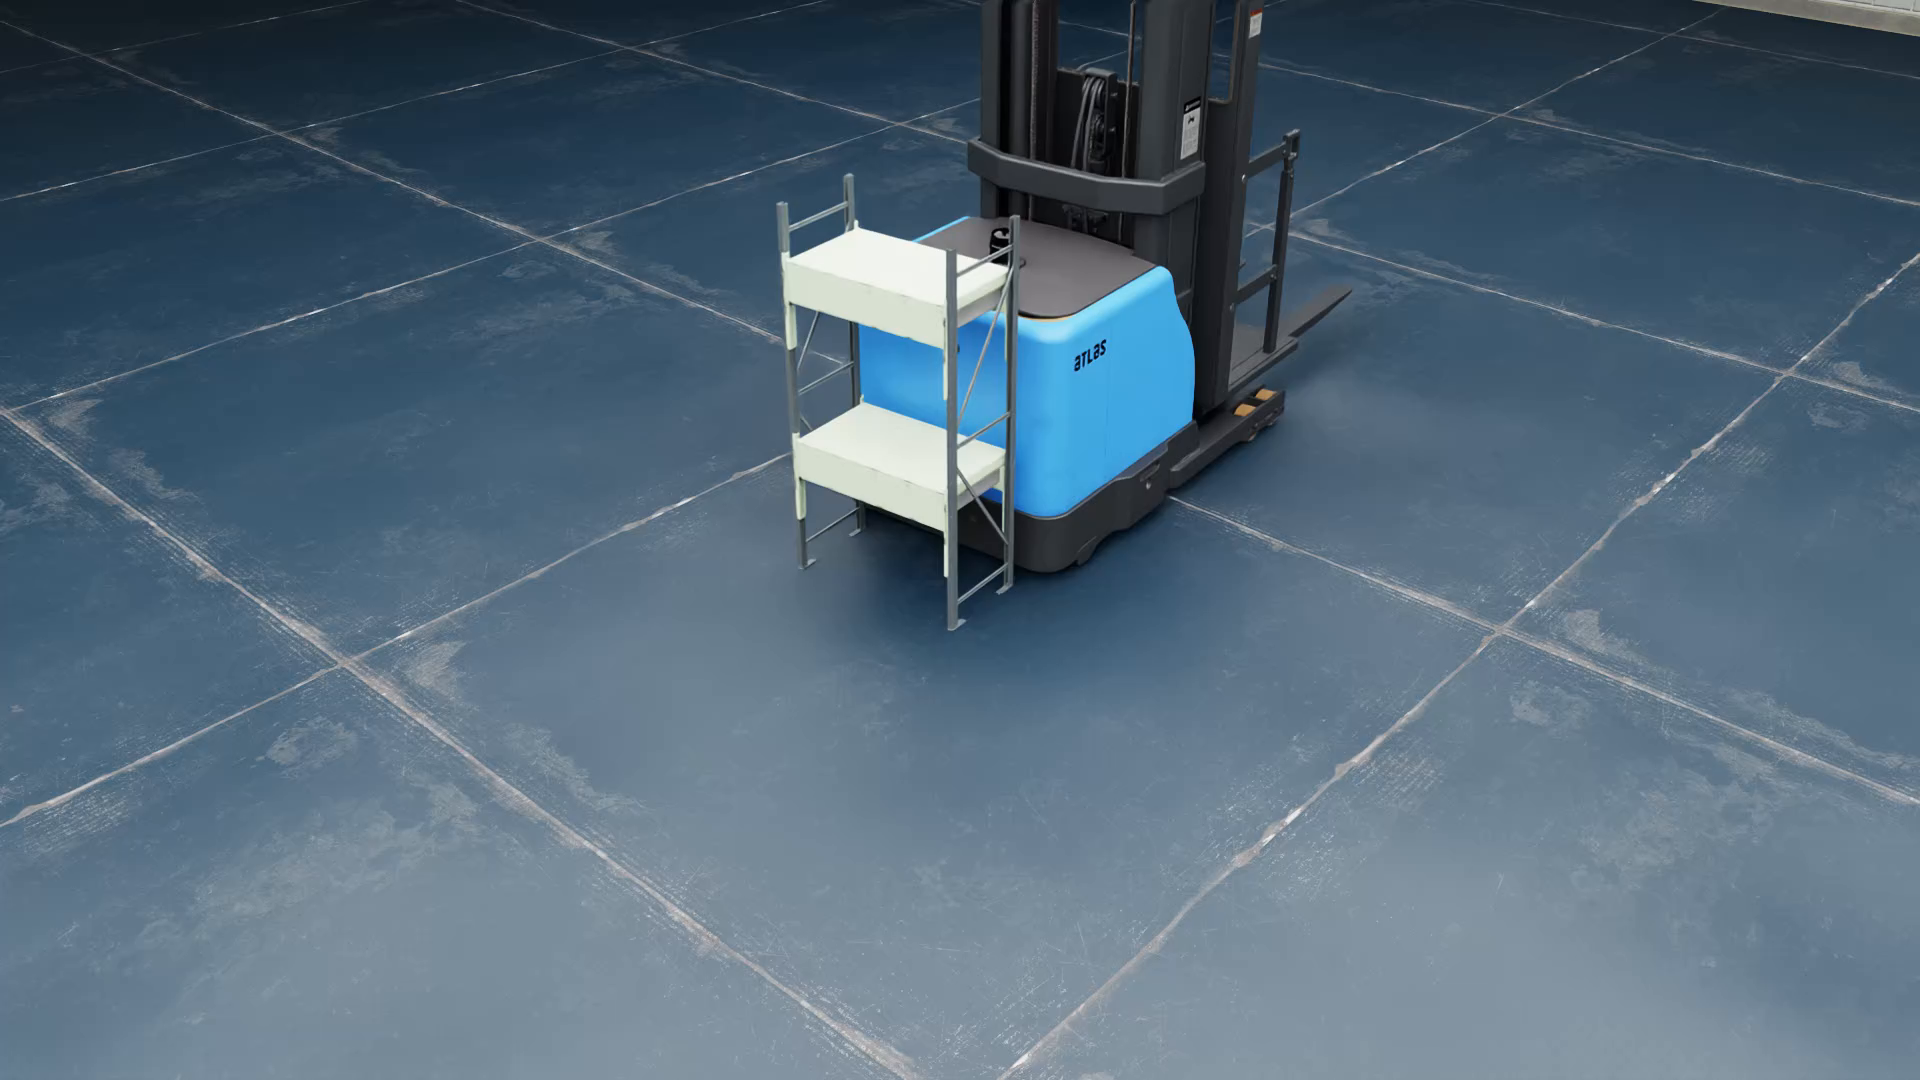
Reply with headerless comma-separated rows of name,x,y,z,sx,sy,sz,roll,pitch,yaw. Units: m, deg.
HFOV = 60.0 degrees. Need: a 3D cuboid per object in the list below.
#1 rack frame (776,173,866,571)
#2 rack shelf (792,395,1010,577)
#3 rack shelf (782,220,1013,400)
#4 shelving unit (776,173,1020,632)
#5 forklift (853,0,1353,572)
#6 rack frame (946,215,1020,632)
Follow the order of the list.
rack frame,-0.513,-0.607,6.304,0.023,1.500,0.400,21,37,30
rack shelf,-0.217,-0.217,6.288,0.720,0.370,0.431,21,37,30
rack shelf,-0.217,-0.830,5.919,0.720,0.370,0.431,21,37,30
shelving unit,-0.217,-0.496,6.120,0.755,1.500,0.431,21,37,30
forklift,0.833,-1.834,6.955,1.130,2.935,3.031,21,37,31
rack frame,0.079,-0.385,5.936,0.023,1.500,0.400,21,37,30
